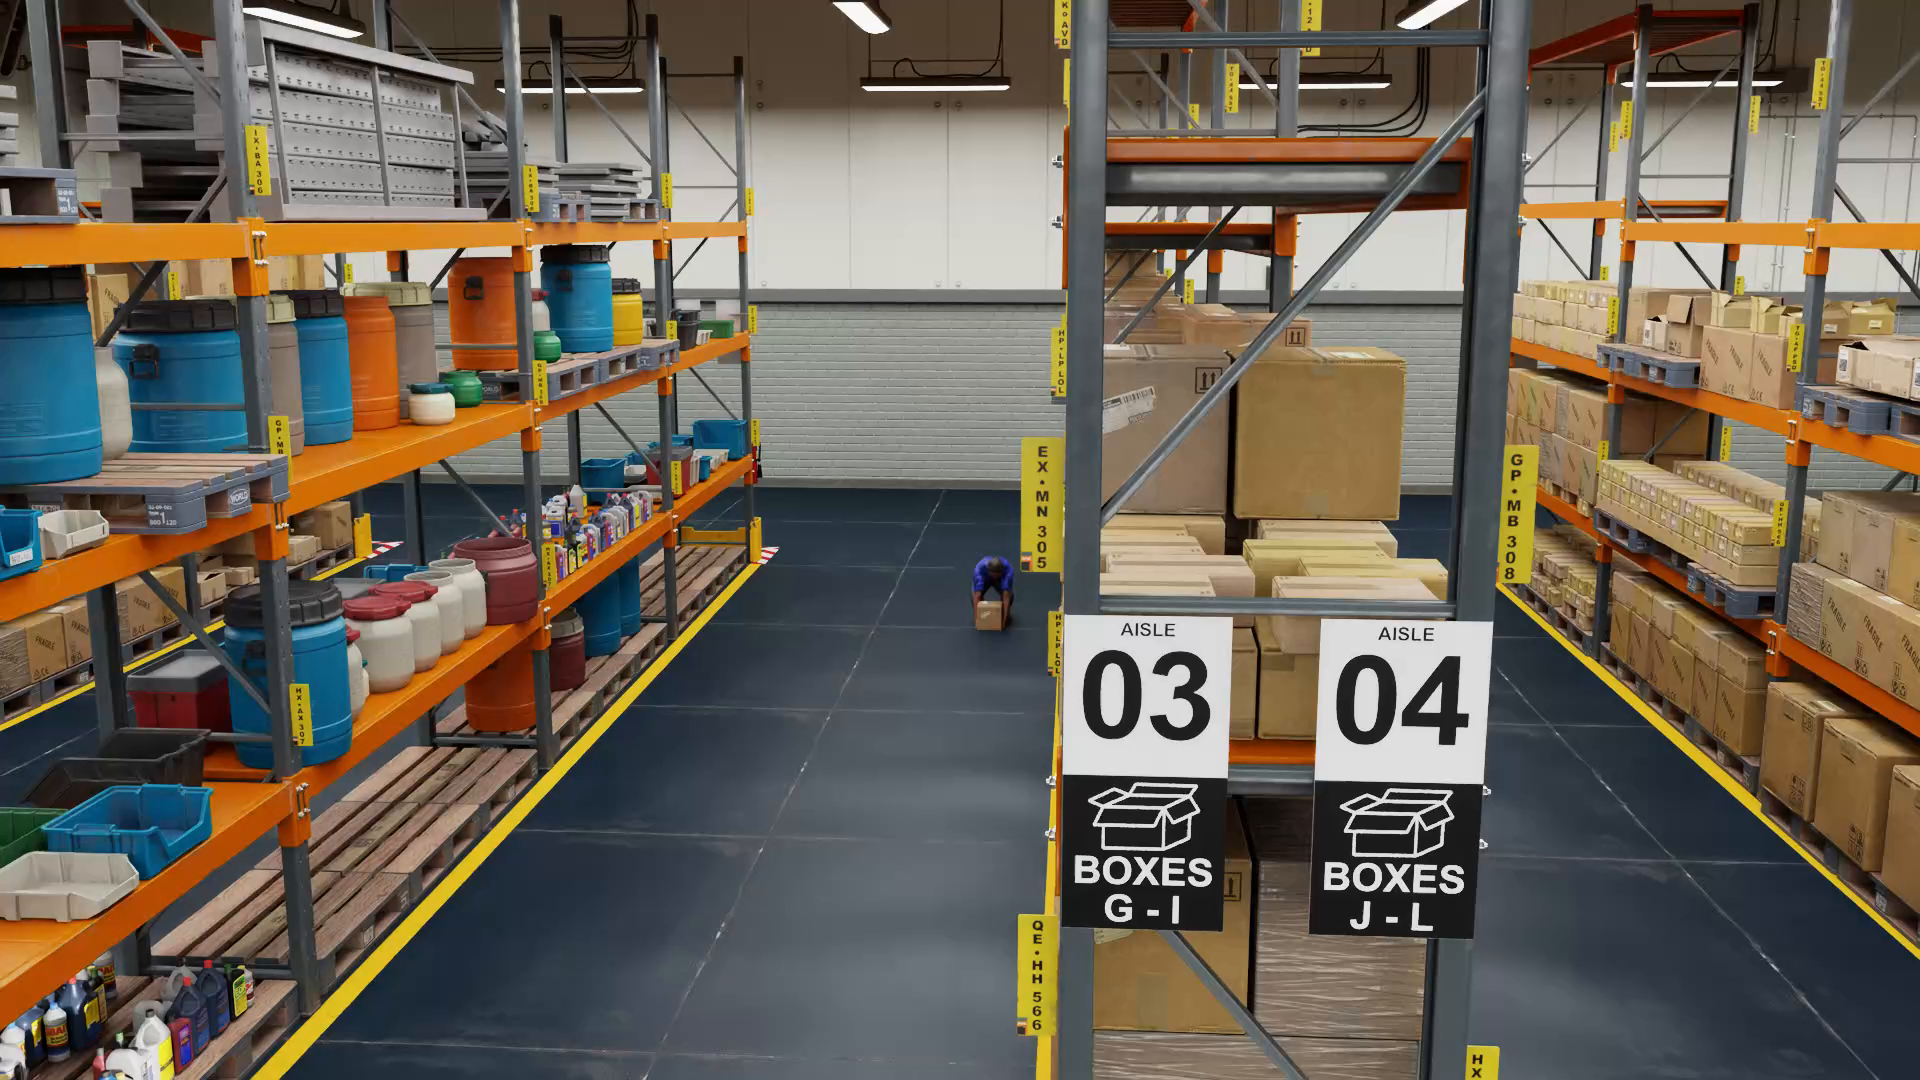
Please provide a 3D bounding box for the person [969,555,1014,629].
[{"bbox_3d":[0.337,0.520,17.391,0.470,0.793,0.833,1,11,3],"label":"person"}]
